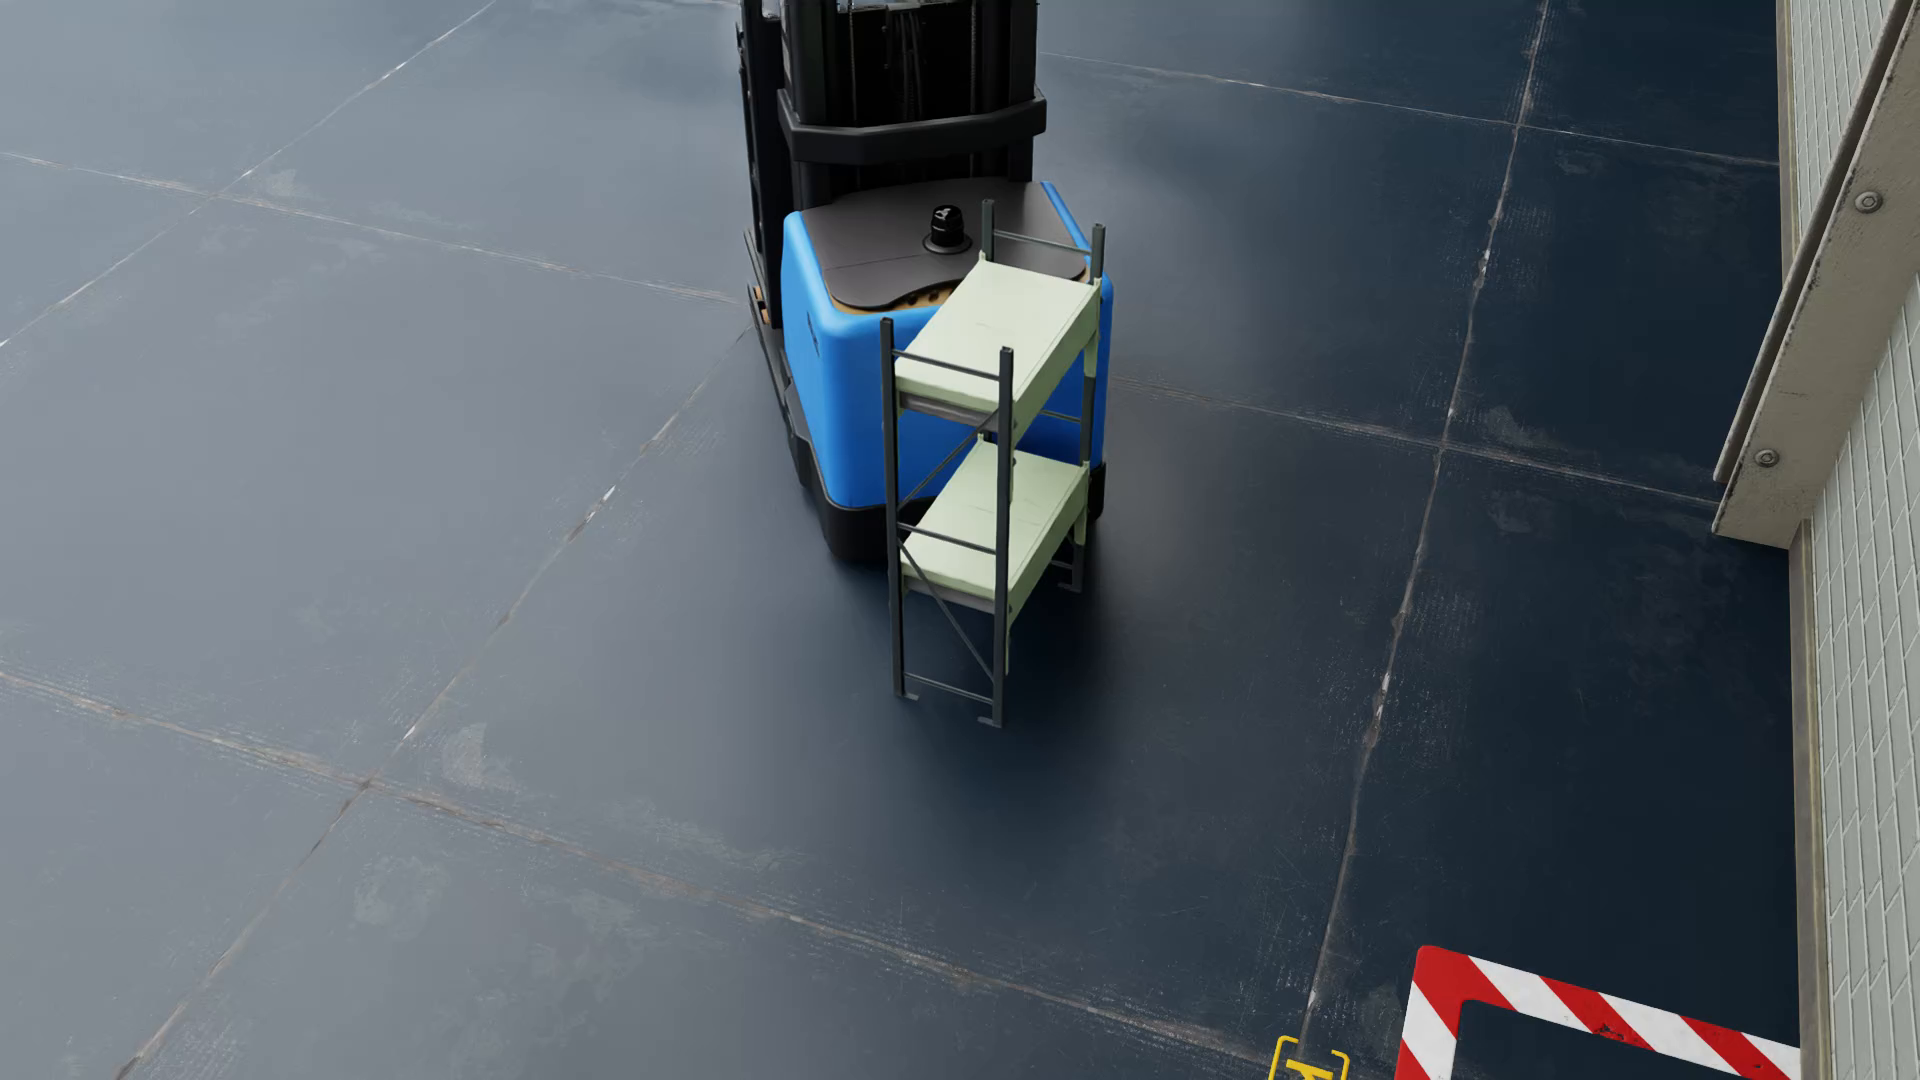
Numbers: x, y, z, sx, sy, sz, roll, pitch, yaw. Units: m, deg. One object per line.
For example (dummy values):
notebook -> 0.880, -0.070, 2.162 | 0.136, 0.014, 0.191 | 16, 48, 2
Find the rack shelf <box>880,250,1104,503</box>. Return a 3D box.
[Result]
rack shelf -> 0.109, -0.515, 5.096 | 0.431, 0.370, 0.720 | 16, 43, 18

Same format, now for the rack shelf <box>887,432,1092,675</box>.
rack shelf -> 0.109, 0.030, 5.561 | 0.431, 0.370, 0.720 | 16, 43, 18

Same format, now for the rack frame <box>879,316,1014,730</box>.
rack frame -> -0.039, -0.001, 5.095 | 0.400, 1.500, 0.023 | 16, 43, 18

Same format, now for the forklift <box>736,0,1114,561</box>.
forklift -> -0.313, -2.004, 6.341 | 1.130, 2.935, 3.031 | -9, 41, -11

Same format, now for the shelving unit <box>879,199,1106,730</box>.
shelving unit -> 0.109, -0.218, 5.350 | 0.431, 1.500, 0.755 | 16, 43, 18

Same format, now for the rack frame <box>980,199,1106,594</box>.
rack frame -> 0.257, -0.435, 5.604 | 0.400, 1.500, 0.023 | 16, 43, 18

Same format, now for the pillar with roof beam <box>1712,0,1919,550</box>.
pillar with roof beam -> -0.993, -4.491, 4.580 | 9.100, 9.000, 0.400 | 13, 42, 15
